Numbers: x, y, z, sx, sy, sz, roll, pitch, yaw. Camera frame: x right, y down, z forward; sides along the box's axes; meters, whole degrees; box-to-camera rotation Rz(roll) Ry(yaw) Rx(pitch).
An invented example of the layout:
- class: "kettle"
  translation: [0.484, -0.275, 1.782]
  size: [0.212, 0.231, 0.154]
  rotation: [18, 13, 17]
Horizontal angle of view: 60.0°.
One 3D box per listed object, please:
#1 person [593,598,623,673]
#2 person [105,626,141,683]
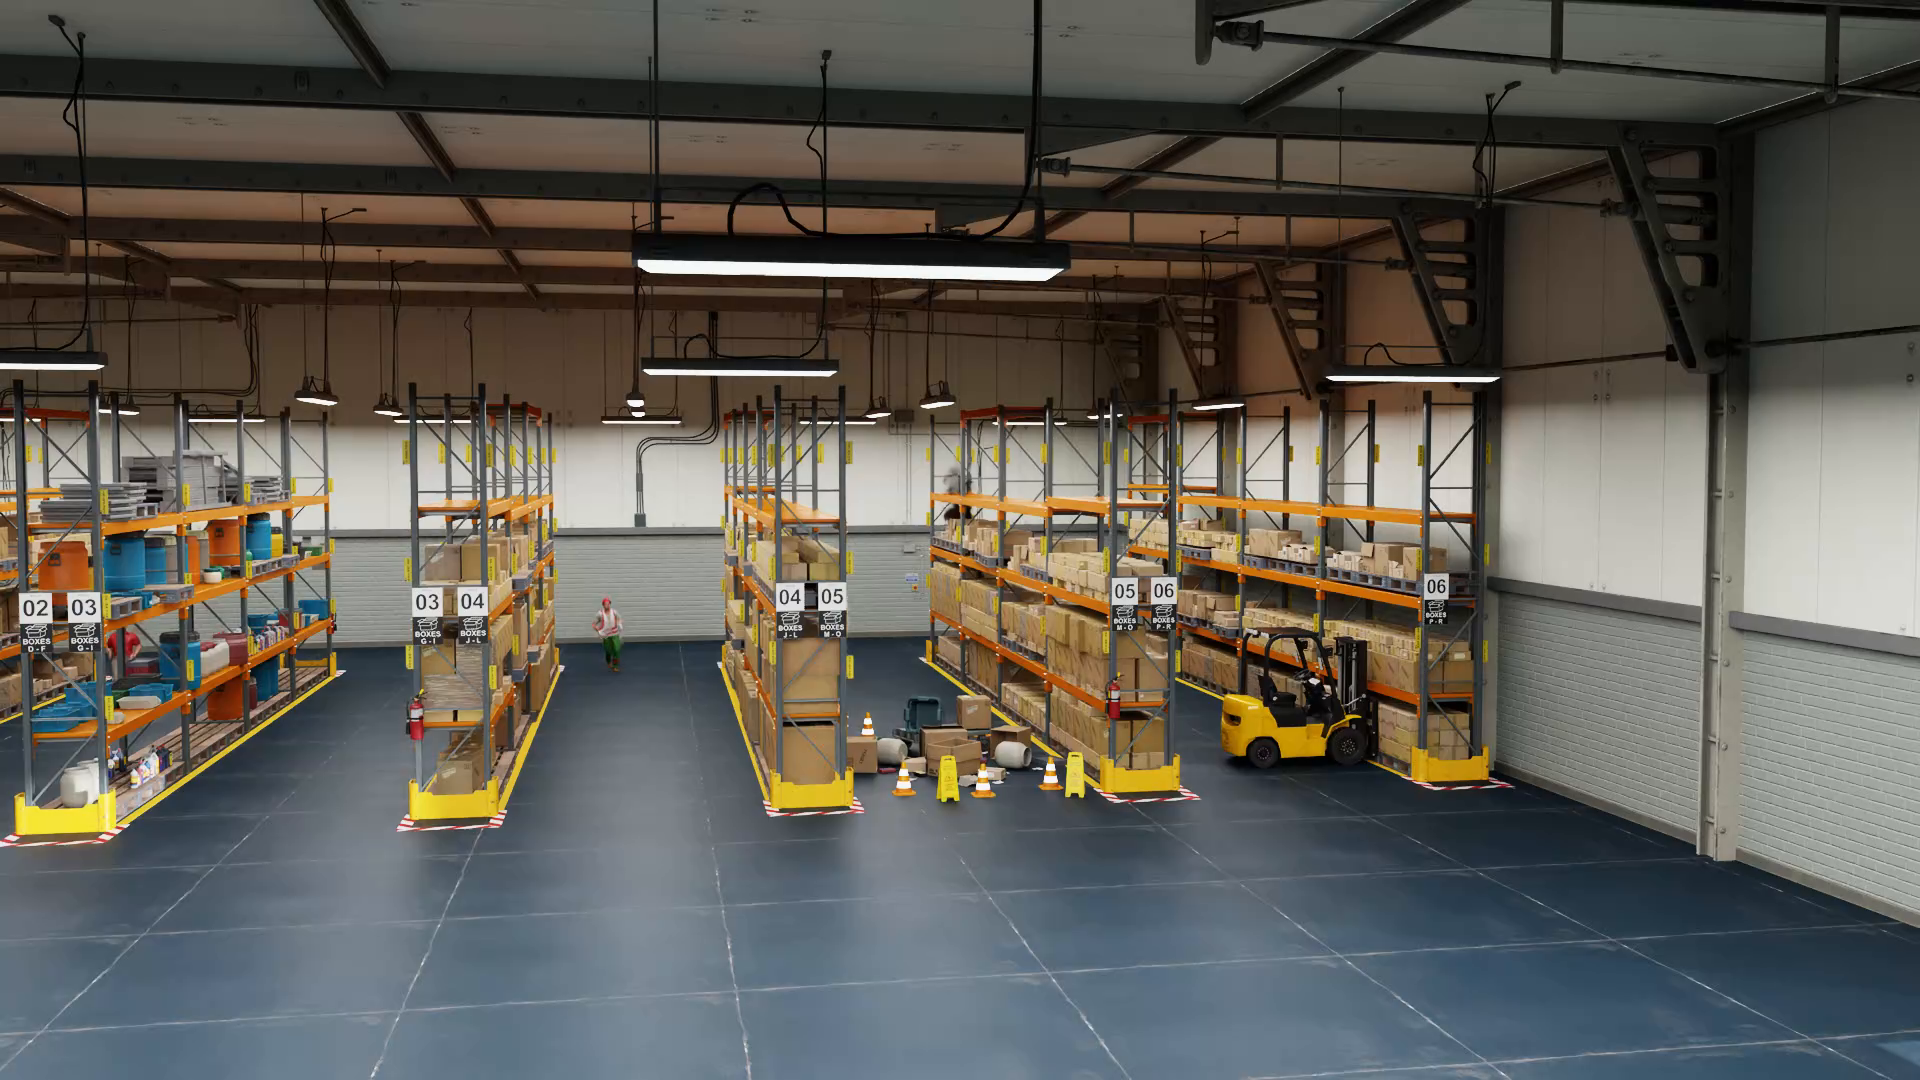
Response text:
- class: "person"
  translation: [-8.099, 2.201, 38.344]
  size: [0.690, 1.723, 0.648]
  rotation: [-2, 3, -27]
- class: "person"
  translation: [-16.869, 2.463, 33.502]
  size: [0.658, 1.676, 0.621]
  rotation: [-1, 3, -19]
